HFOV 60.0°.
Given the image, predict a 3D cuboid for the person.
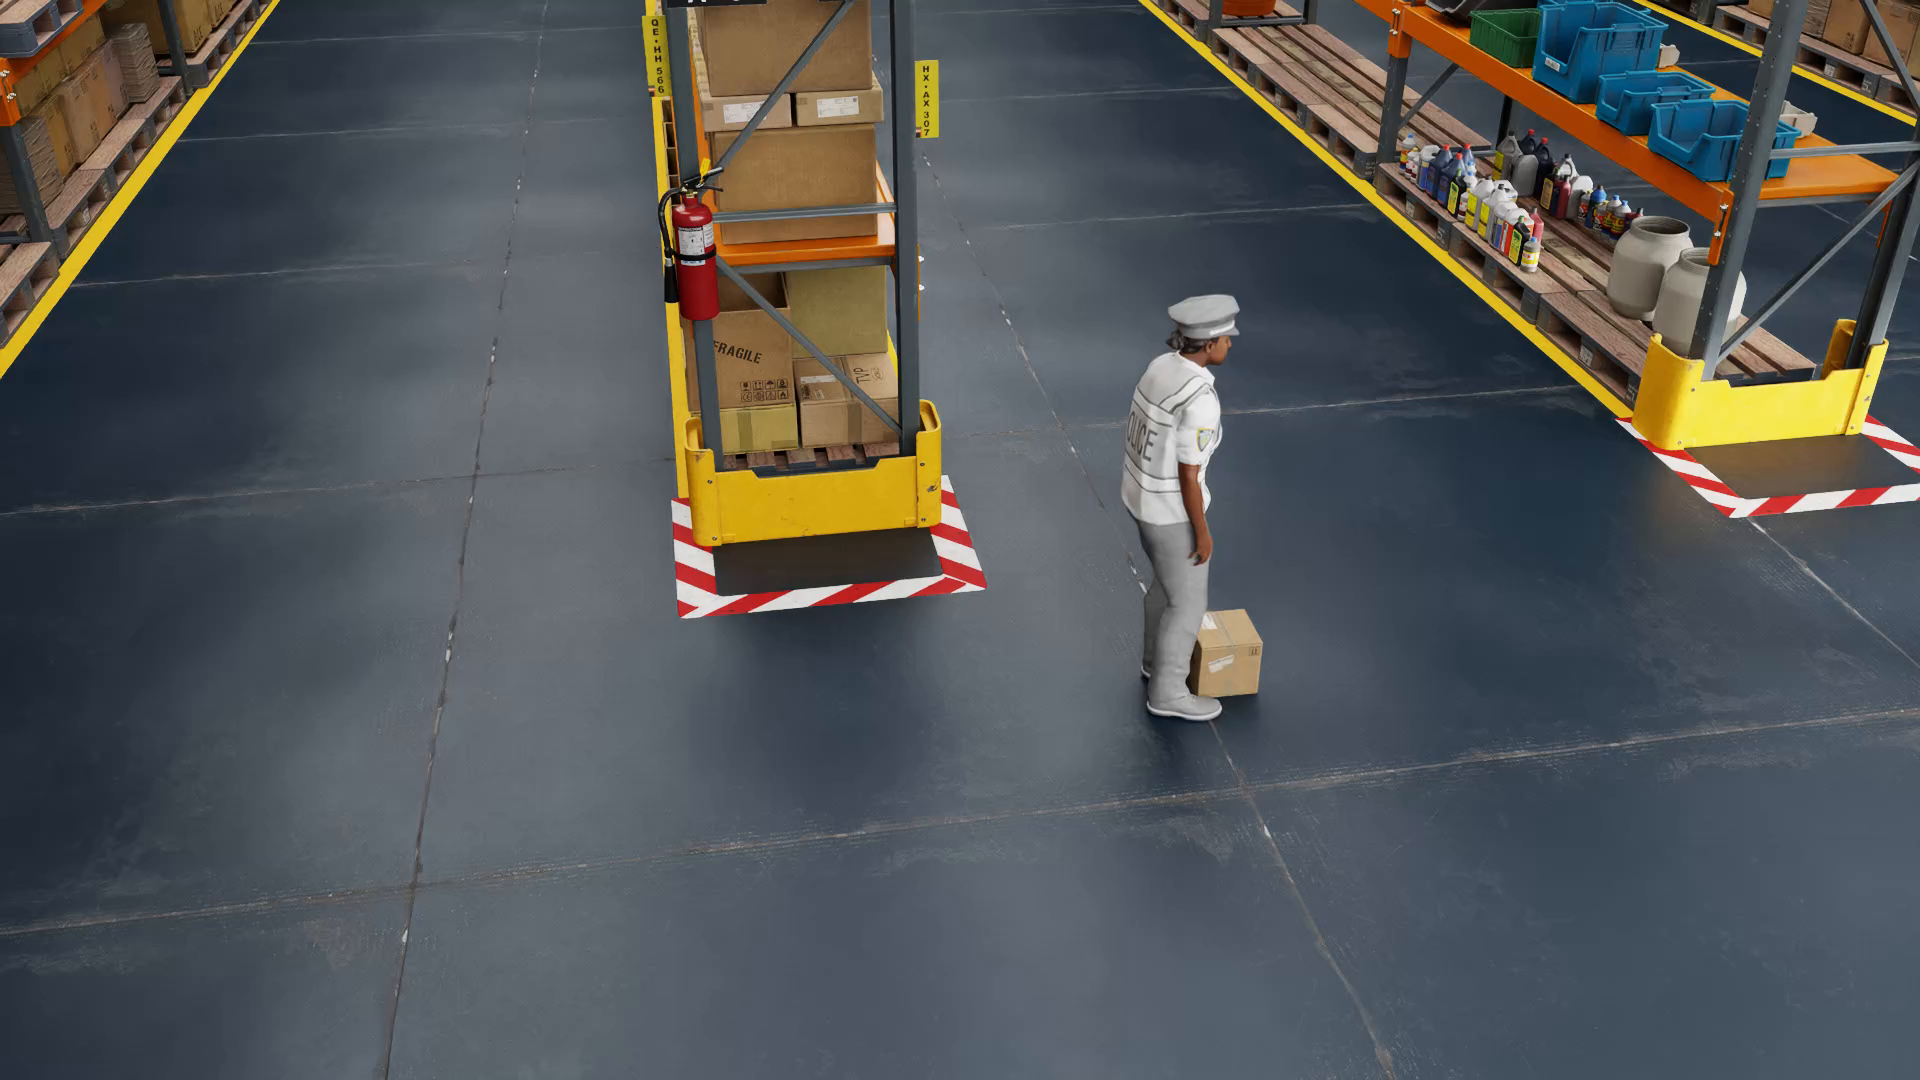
[{"bbox_3d":[0.841,-0.119,6.332,0.428,1.659,0.529,-7,32,-12],"label":"person"}]
